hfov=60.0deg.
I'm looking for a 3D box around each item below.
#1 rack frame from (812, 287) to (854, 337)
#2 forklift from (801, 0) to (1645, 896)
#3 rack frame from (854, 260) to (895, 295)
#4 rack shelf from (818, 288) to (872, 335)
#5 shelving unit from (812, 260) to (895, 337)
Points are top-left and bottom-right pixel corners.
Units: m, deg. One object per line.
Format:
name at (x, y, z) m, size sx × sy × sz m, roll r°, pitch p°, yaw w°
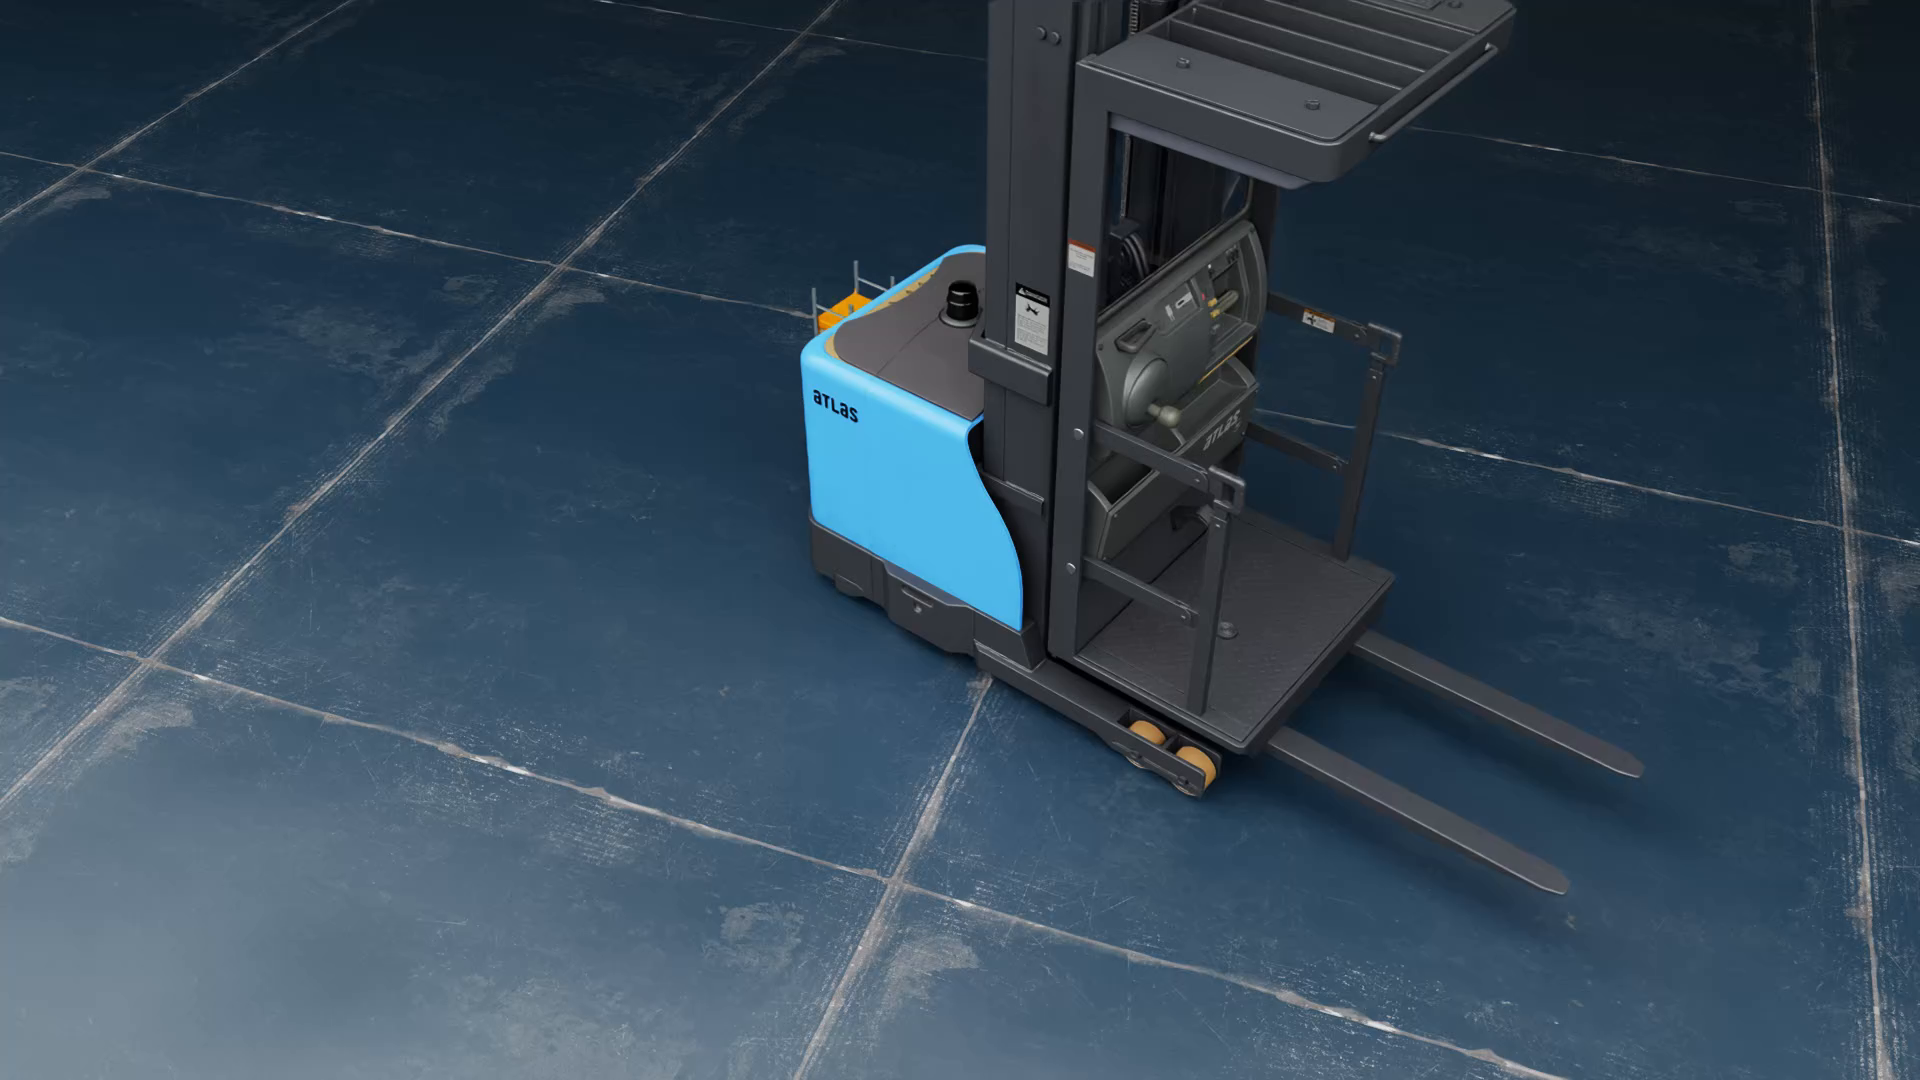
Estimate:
rack frame at (-0.476, -0.509, 6.538) m, size 0.200 × 1.050 × 0.008 m, roll 27°, pitch 47°, yaw 28°
forklift at (0.884, -0.631, 5.232) m, size 3.031 × 2.935 × 1.130 m, roll 27°, pitch 47°, yaw 28°
rack frame at (-0.327, -0.635, 6.685) m, size 0.200 × 1.050 × 0.008 m, roll 27°, pitch 47°, yaw 28°
rack shelf at (-0.402, -0.780, 6.434) m, size 0.215 × 0.259 × 0.240 m, roll 27°, pitch 47°, yaw 28°
shelving unit at (-0.402, -0.572, 6.611) m, size 0.215 × 1.050 × 0.252 m, roll 27°, pitch 47°, yaw 28°
